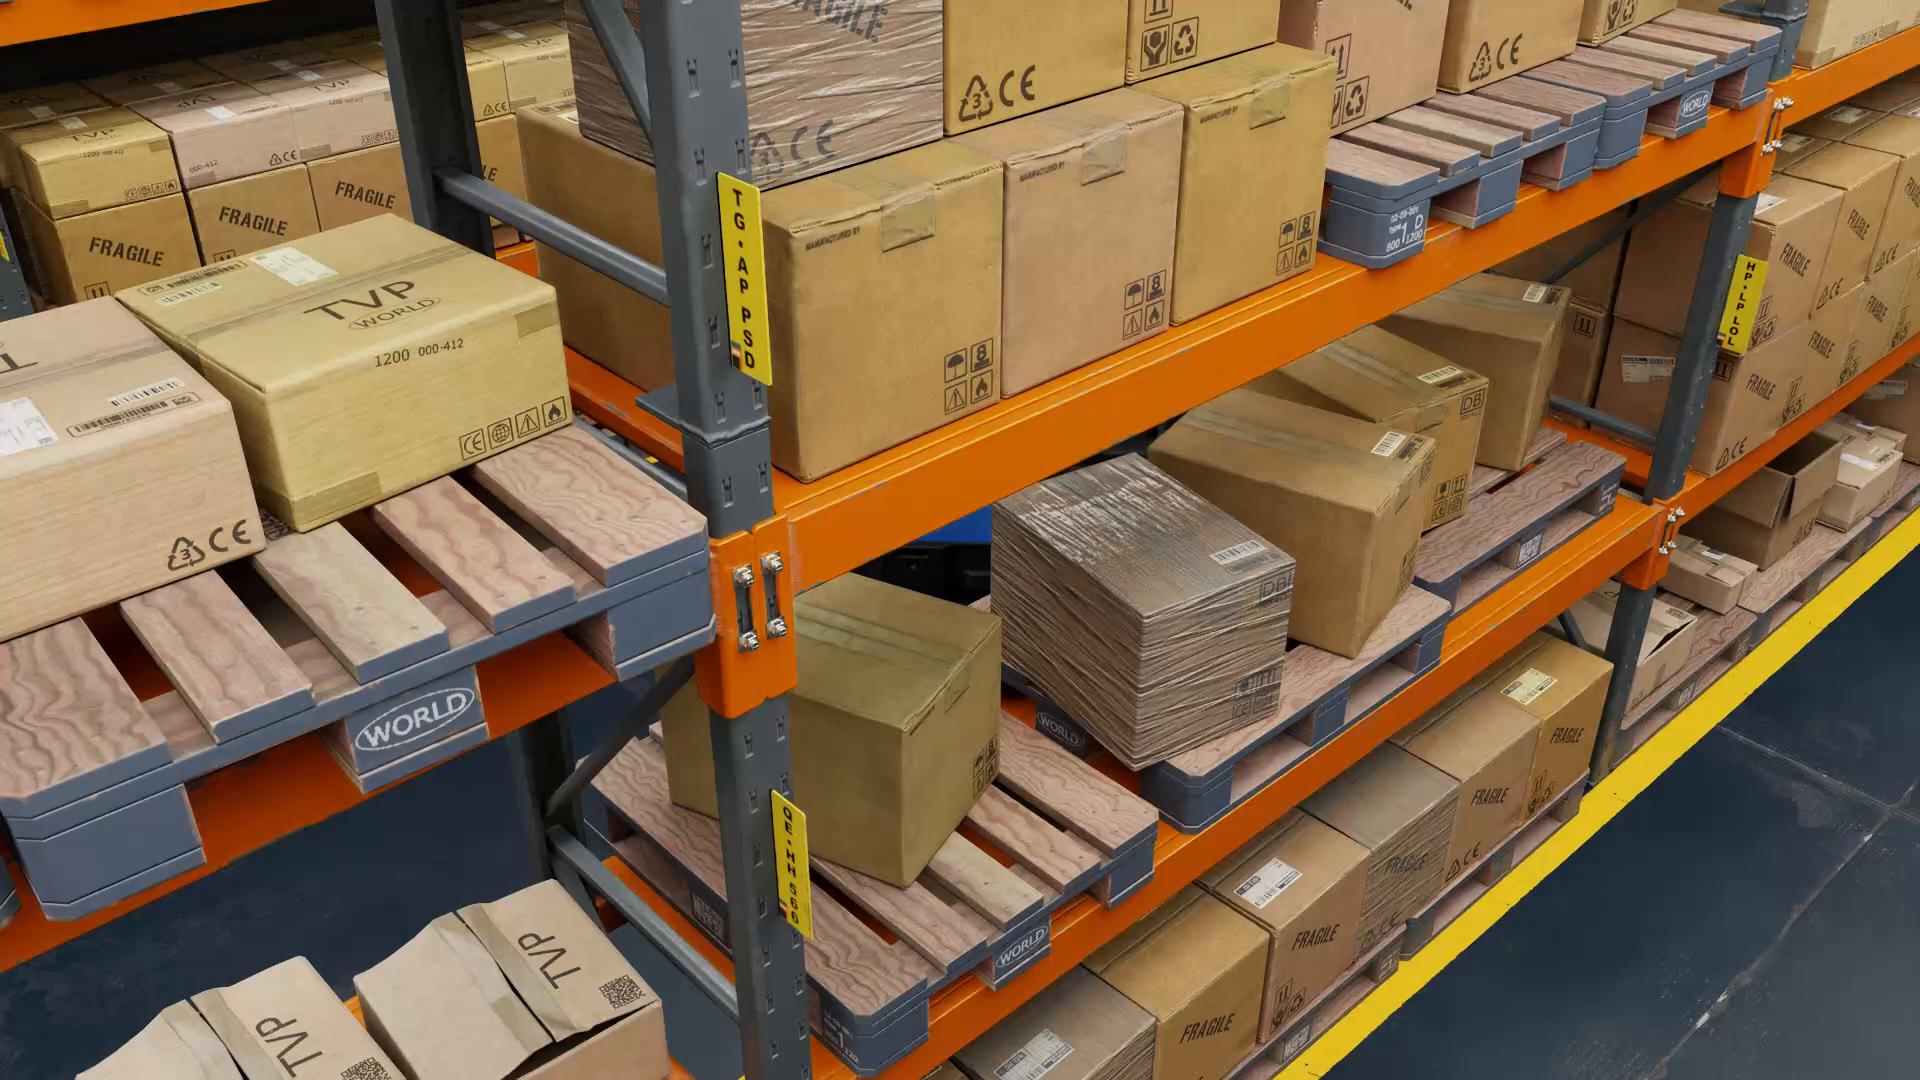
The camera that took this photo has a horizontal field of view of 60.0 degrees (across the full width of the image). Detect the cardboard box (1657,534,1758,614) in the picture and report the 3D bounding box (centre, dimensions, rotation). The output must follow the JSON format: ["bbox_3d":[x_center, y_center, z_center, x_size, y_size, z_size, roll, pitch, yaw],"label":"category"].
[{"bbox_3d":[3.311,0.142,7.436,0.250,0.166,0.380,-26,40,-35],"label":"cardboard box"}]

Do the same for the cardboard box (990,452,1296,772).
[{"bbox_3d":[0.481,0.177,4.586,0.500,0.500,0.700,-18,36,-27],"label":"cardboard box"}]

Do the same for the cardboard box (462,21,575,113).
[{"bbox_3d":[-2.067,-2.271,7.970,0.500,0.250,0.500,-25,39,-35],"label":"cardboard box"}]

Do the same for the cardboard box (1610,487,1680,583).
[{"bbox_3d":[3.003,-0.119,7.725,0.500,0.311,0.500,-26,40,-35],"label":"cardboard box"}]

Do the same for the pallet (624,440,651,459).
[{"bbox_3d":[-1.657,-0.903,9.525,1.213,0.211,1.003,-26,40,-35],"label":"pallet"}]

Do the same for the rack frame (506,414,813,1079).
[{"bbox_3d":[-0.705,0.917,3.875,0.127,3.000,1.000,-26,40,-35],"label":"rack frame"}]

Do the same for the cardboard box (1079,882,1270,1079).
[{"bbox_3d":[0.574,1.380,5.093,0.500,0.500,0.500,-26,40,-36],"label":"cardboard box"}]

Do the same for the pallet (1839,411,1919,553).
[{"bbox_3d":[4.522,-0.421,8.736,1.213,0.211,1.003,-26,40,-35],"label":"pallet"}]

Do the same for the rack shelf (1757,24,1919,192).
[{"bbox_3d":[3.695,-2.184,6.761,4.000,0.370,1.077,-26,40,-35],"label":"rack shelf"}]

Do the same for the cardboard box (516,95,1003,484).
[{"bbox_3d":[-0.408,-0.573,3.341,0.500,0.500,0.910,-26,40,-35],"label":"cardboard box"}]

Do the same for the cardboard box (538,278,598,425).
[{"bbox_3d":[-2.181,-1.061,8.768,0.750,0.750,0.750,-24,39,-34],"label":"cardboard box"}]

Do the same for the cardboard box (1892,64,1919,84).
[{"bbox_3d":[4.275,-1.762,7.201,0.500,0.500,0.500,-25,39,-34],"label":"cardboard box"}]

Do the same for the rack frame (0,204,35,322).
[{"bbox_3d":[-4.076,-0.977,6.972,0.127,3.000,1.000,-26,40,-35],"label":"rack frame"}]

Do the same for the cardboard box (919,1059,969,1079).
[{"bbox_3d":[-0.177,1.744,4.498,0.500,0.500,0.500,-24,39,-34],"label":"cardboard box"}]

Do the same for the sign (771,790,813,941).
[{"bbox_3d":[-0.325,0.634,3.228,0.005,0.325,0.100,-26,40,-35],"label":"sign"}]

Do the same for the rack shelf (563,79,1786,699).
[{"bbox_3d":[0.762,-0.765,4.440,4.000,0.370,1.077,-26,40,-35],"label":"rack shelf"}]

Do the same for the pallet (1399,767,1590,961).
[{"bbox_3d":[1.657,0.991,6.427,1.213,0.211,1.003,-26,40,-35],"label":"pallet"}]

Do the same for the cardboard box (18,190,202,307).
[{"bbox_3d":[-3.546,-1.229,6.985,0.500,0.500,0.500,-24,39,-34],"label":"cardboard box"}]

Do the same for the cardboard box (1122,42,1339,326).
[{"bbox_3d":[0.347,-0.938,3.938,0.500,0.500,0.910,-26,40,-35],"label":"cardboard box"}]

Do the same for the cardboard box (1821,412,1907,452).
[{"bbox_3d":[4.572,-0.503,8.492,0.250,0.166,0.380,-26,40,-35],"label":"cardboard box"}]

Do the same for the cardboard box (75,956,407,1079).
[{"bbox_3d":[-1.492,1.198,3.501,0.500,0.311,0.500,-26,40,-36],"label":"cardboard box"}]

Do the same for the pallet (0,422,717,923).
[{"bbox_3d":[-1.142,-0.007,2.692,1.003,0.211,1.213,-24,39,-33],"label":"pallet"}]

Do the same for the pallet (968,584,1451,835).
[{"bbox_3d":[0.718,0.307,5.056,1.213,0.211,1.003,-26,40,-35],"label":"pallet"}]

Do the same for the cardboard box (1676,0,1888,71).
[{"bbox_3d":[2.753,-1.795,5.579,0.500,0.250,0.500,-26,40,-35],"label":"cardboard box"}]

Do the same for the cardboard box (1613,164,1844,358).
[{"bbox_3d":[2.765,-1.031,6.006,0.500,0.500,0.500,-25,39,-34],"label":"cardboard box"}]

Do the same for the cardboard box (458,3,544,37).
[{"bbox_3d":[-2.400,-2.462,8.282,0.500,0.250,0.500,-27,41,-37],"label":"cardboard box"}]

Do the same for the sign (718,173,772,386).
[{"bbox_3d":[-0.334,-0.402,2.585,0.005,0.325,0.100,-26,40,-35],"label":"sign"}]

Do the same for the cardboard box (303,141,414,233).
[{"bbox_3d":[-2.791,-1.587,7.570,0.500,0.500,0.500,-26,40,-36],"label":"cardboard box"}]

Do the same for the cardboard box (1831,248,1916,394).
[{"bbox_3d":[3.529,-0.980,6.882,0.500,0.500,0.500,-26,40,-36],"label":"cardboard box"}]

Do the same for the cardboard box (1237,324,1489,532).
[{"bbox_3d":[1.268,-0.373,5.486,0.500,0.500,0.700,-19,36,-28],"label":"cardboard box"}]

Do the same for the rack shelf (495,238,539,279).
[{"bbox_3d":[-2.609,-1.379,8.320,4.000,0.370,1.077,-26,40,-35],"label":"rack shelf"}]

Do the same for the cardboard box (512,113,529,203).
[{"bbox_3d":[-2.051,-1.954,8.170,0.500,0.500,0.500,-26,40,-35],"label":"cardboard box"}]

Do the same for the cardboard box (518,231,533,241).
[{"bbox_3d":[-2.159,-1.635,8.270,0.250,0.149,0.380,-27,41,-37],"label":"cardboard box"}]

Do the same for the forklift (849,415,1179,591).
[{"bbox_3d":[0.687,-1.224,7.442,3.031,2.935,1.130,2,31,2],"label":"forklift"}]

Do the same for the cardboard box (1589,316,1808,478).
[{"bbox_3d":[2.787,-0.621,6.295,0.500,0.500,0.500,-25,39,-34],"label":"cardboard box"}]

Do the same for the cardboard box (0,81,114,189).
[{"bbox_3d":[-3.920,-1.735,7.093,0.500,0.250,0.500,-25,39,-34],"label":"cardboard box"}]

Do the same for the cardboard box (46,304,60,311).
[{"bbox_3d":[-3.677,-0.906,7.078,0.250,0.149,0.380,-26,40,-36],"label":"cardboard box"}]

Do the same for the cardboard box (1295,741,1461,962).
[{"bbox_3d":[1.325,1.011,5.695,0.500,0.500,0.500,-25,39,-35],"label":"cardboard box"}]

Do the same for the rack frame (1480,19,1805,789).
[{"bbox_3d":[2.228,-0.502,6.195,0.127,3.000,1.000,-26,40,-35],"label":"rack frame"}]

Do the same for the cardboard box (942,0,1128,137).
[{"bbox_3d":[-0.007,-1.165,3.351,0.500,0.500,0.500,-26,40,-35],"label":"cardboard box"}]

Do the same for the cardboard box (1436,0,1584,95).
[{"bbox_3d":[1.334,-1.650,4.603,0.600,0.600,0.600,-26,40,-36],"label":"cardboard box"}]

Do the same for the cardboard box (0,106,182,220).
[{"bbox_3d":[-3.546,-1.547,6.786,0.500,0.250,0.500,-25,39,-34],"label":"cardboard box"}]

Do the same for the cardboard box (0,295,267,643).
[{"bbox_3d":[-1.371,-0.103,2.408,0.500,0.250,0.500,-25,39,-34],"label":"cardboard box"}]

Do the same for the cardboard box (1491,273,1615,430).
[{"bbox_3d":[2.420,-0.820,6.620,0.500,0.500,0.500,-25,39,-35],"label":"cardboard box"}]

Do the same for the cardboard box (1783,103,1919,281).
[{"bbox_3d":[3.520,-1.396,6.603,0.500,0.500,0.500,-27,41,-37],"label":"cardboard box"}]

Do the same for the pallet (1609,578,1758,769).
[{"bbox_3d":[2.732,0.445,7.321,1.213,0.211,1.003,-26,40,-35],"label":"pallet"}]

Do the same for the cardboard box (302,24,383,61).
[{"bbox_3d":[-2.786,-2.279,7.982,0.500,0.250,0.500,-27,40,-36],"label":"cardboard box"}]

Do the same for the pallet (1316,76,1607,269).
[{"bbox_3d":[0.944,-1.128,4.524,1.003,0.211,1.213,-26,40,-35],"label":"pallet"}]

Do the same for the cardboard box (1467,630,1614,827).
[{"bbox_3d":[2.061,0.662,6.267,0.500,0.500,0.500,-26,40,-36],"label":"cardboard box"}]

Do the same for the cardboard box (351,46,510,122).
[{"bbox_3d":[-2.440,-2.090,7.674,0.500,0.250,0.500,-27,40,-36],"label":"cardboard box"}]
